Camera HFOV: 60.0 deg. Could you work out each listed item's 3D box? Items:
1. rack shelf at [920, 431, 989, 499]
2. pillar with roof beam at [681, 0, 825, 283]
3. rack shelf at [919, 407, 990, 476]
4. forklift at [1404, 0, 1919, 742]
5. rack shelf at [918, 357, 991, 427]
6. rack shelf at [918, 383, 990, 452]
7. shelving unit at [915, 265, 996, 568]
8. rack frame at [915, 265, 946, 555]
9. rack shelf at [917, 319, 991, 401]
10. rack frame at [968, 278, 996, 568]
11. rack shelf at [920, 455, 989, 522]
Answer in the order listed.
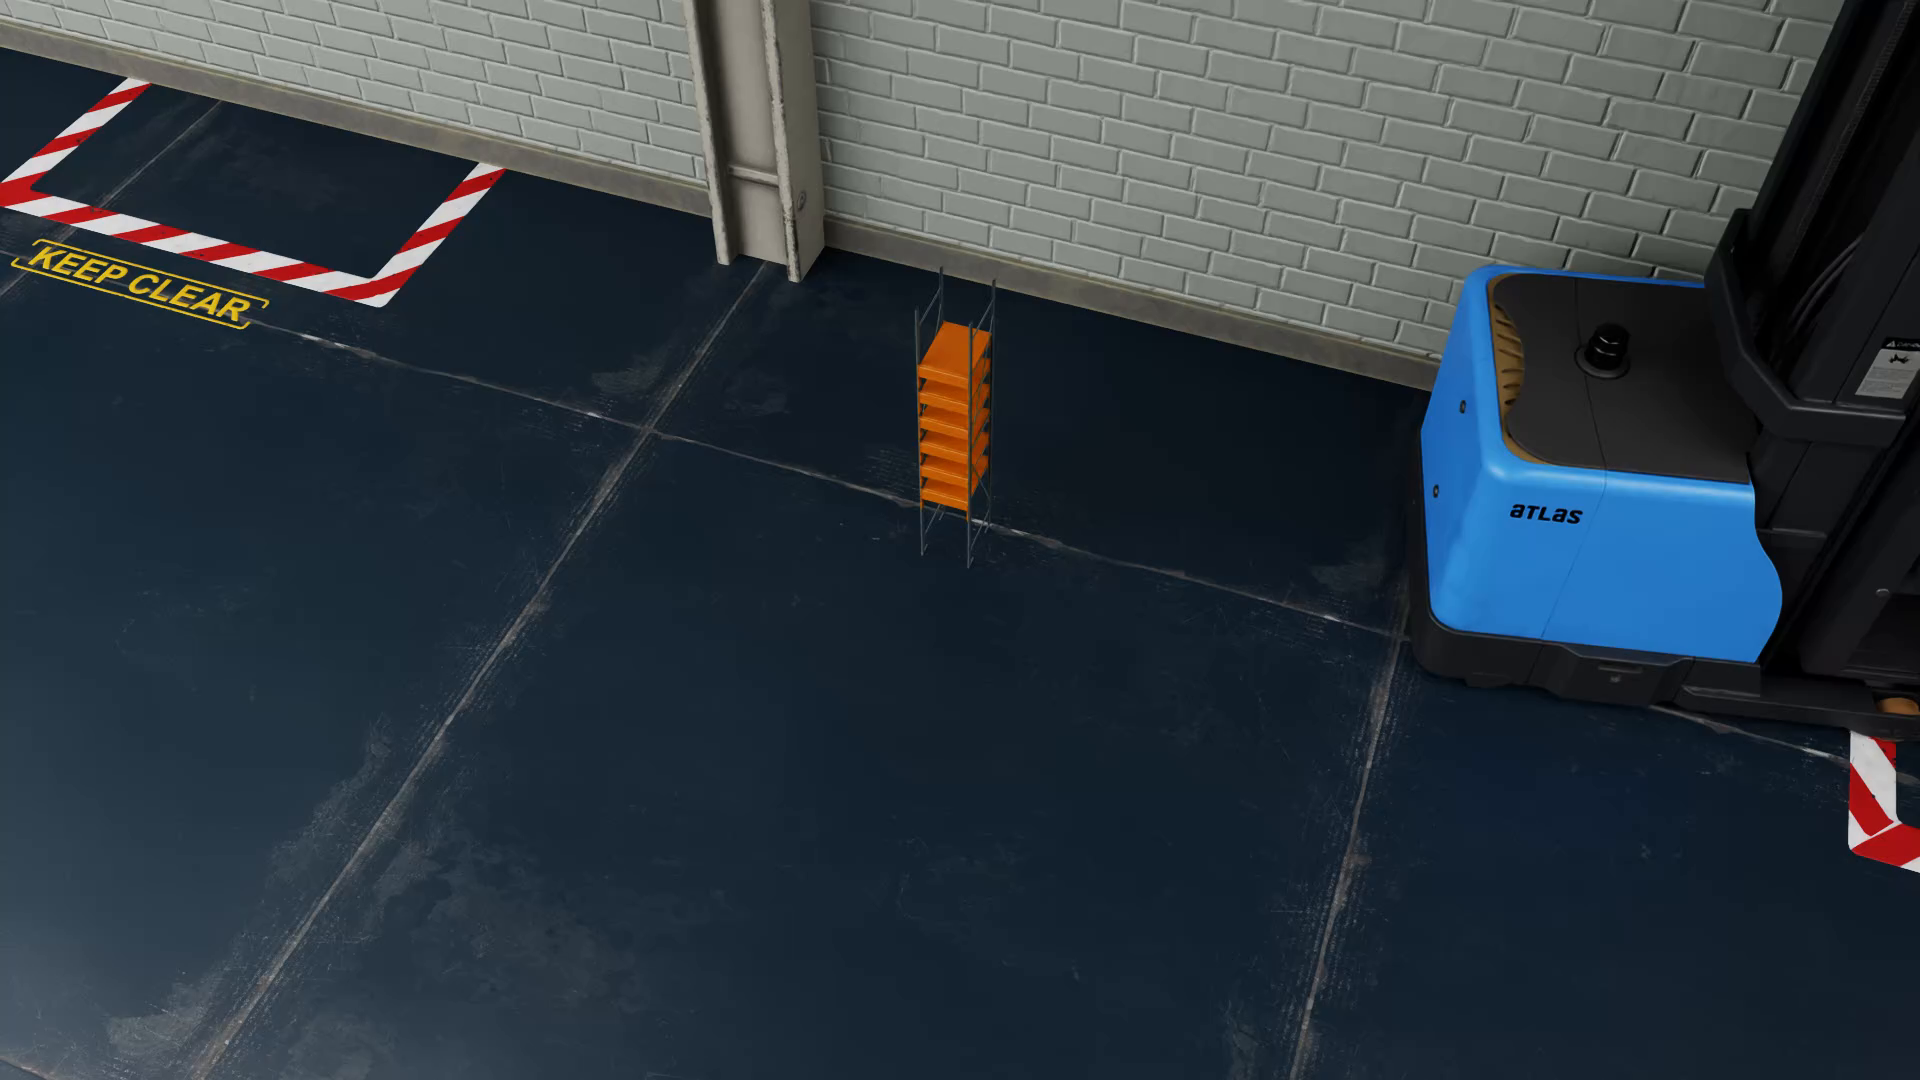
[{"bbox_3d":[-0.014,-0.289,5.924,0.180,0.103,0.258,16,51,13],"label":"rack shelf"},{"bbox_3d":[-2.319,-1.172,1.311,0.400,9.000,9.100,16,51,13],"label":"pillar with roof beam"},{"bbox_3d":[-0.014,-0.368,5.833,0.180,0.103,0.258,16,51,13],"label":"rack shelf"},{"bbox_3d":[3.143,-0.685,4.904,3.031,2.935,1.130,6,49,5],"label":"forklift"},{"bbox_3d":[-0.014,-0.525,5.652,0.180,0.103,0.258,16,51,13],"label":"rack shelf"},{"bbox_3d":[-0.014,-0.446,5.743,0.180,0.103,0.258,16,51,13],"label":"rack shelf"},{"bbox_3d":[-0.014,-0.397,5.800,0.189,1.200,0.258,16,51,13],"label":"shelving unit"},{"bbox_3d":[-0.099,-0.421,5.821,0.006,1.200,0.240,16,51,13],"label":"rack frame"},{"bbox_3d":[-0.014,-0.603,5.561,0.180,0.103,0.258,16,51,13],"label":"rack shelf"},{"bbox_3d":[0.072,-0.373,5.779,0.006,1.200,0.240,16,51,13],"label":"rack frame"},{"bbox_3d":[-0.014,-0.210,6.015,0.180,0.103,0.258,16,51,13],"label":"rack shelf"}]
